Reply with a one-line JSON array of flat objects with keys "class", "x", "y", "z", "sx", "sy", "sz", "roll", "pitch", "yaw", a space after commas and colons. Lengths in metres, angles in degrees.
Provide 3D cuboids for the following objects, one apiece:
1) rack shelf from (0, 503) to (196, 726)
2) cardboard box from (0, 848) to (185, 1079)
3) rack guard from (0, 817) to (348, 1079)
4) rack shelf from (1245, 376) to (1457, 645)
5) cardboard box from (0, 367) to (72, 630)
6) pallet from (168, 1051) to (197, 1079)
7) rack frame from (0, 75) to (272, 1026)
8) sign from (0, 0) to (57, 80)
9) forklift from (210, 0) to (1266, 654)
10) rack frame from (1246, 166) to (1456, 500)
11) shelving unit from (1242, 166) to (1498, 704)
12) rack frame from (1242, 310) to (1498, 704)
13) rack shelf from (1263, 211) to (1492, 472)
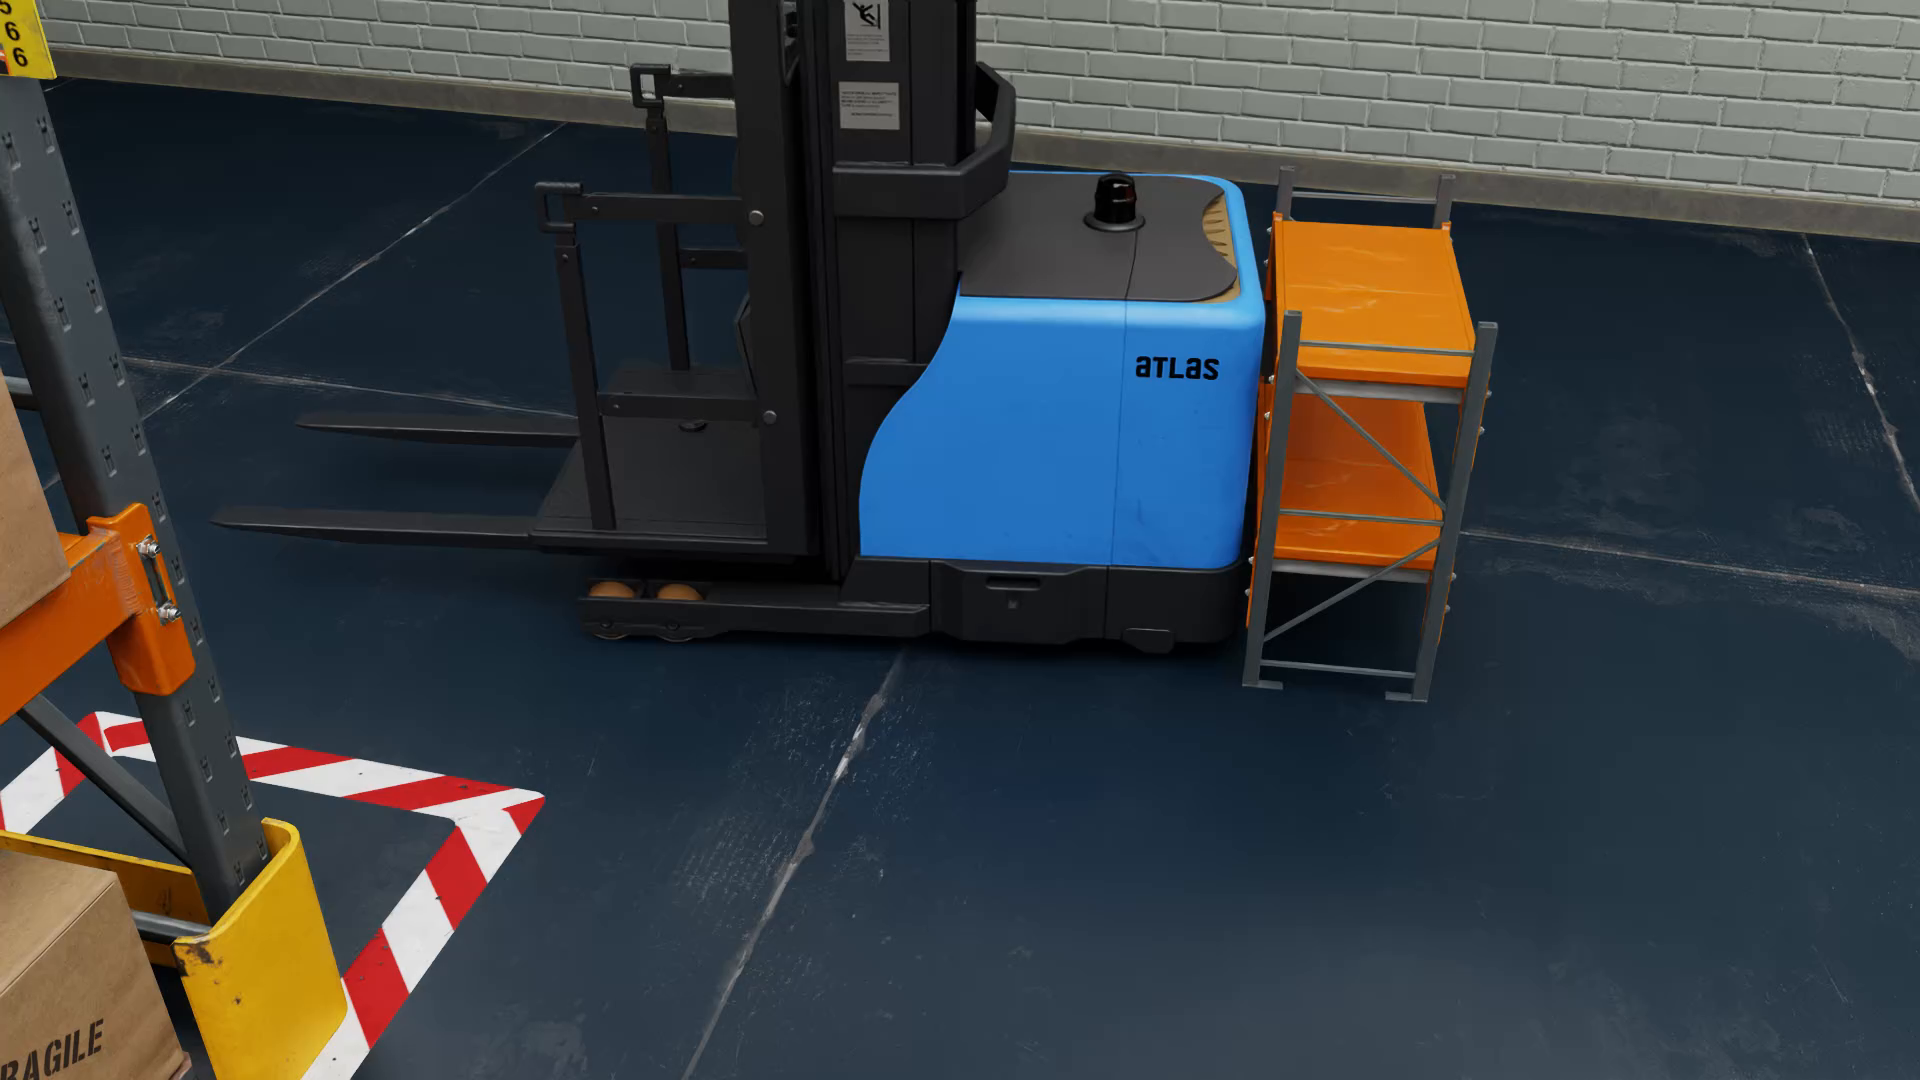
[{"class": "rack shelf", "x": -2.420, "y": 1.054, "z": 1.466, "sx": 1.077, "sy": 0.370, "sz": 4.000, "roll": 8, "pitch": 33, "yaw": 12}, {"class": "cardboard box", "x": -1.812, "y": 0.898, "z": 2.962, "sx": 0.500, "sy": 0.500, "sz": 0.500, "roll": 8, "pitch": 33, "yaw": 12}, {"class": "rack guard", "x": -1.932, "y": 0.807, "z": 3.514, "sx": 1.175, "sy": 0.500, "sz": 0.348, "roll": 8, "pitch": 33, "yaw": 12}, {"class": "rack shelf", "x": 1.108, "y": -0.119, "z": 4.845, "sx": 0.538, "sy": 0.278, "sz": 1.000, "roll": 5, "pitch": 33, "yaw": 7}, {"class": "cardboard box", "x": -1.763, "y": -0.060, "z": 2.455, "sx": 0.500, "sy": 0.500, "sz": 0.500, "roll": 9, "pitch": 34, "yaw": 14}, {"class": "pallet", "x": -2.133, "y": 1.343, "z": 2.941, "sx": 1.003, "sy": 0.211, "sz": 1.213, "roll": 8, "pitch": 33, "yaw": 12}, {"class": "rack frame", "x": -1.912, "y": -0.287, "z": 2.906, "sx": 1.000, "sy": 3.000, "sz": 0.127, "roll": 8, "pitch": 33, "yaw": 12}, {"class": "sign", "x": -1.381, "y": -0.823, "z": 2.375, "sx": 0.100, "sy": 0.325, "sz": 0.005, "roll": 8, "pitch": 33, "yaw": 12}, {"class": "forklift", "x": -0.690, "y": -1.223, "z": 4.441, "sx": 3.031, "sy": 2.935, "sz": 1.130, "roll": 2, "pitch": 33, "yaw": 4}, {"class": "rack frame", "x": 1.184, "y": -0.595, "z": 5.138, "sx": 0.500, "sy": 1.125, "sz": 0.032, "roll": 5, "pitch": 33, "yaw": 7}, {"class": "shelving unit", "x": 1.108, "y": -0.326, "z": 4.714, "sx": 0.538, "sy": 1.125, "sz": 1.048, "roll": 5, "pitch": 33, "yaw": 7}, {"class": "rack frame", "x": 1.032, "y": -0.056, "z": 4.290, "sx": 0.500, "sy": 1.125, "sz": 0.032, "roll": 5, "pitch": 33, "yaw": 7}, {"class": "rack shelf", "x": 1.108, "y": -0.573, "z": 4.557, "sx": 0.538, "sy": 0.278, "sz": 1.000, "roll": 5, "pitch": 33, "yaw": 7}]
